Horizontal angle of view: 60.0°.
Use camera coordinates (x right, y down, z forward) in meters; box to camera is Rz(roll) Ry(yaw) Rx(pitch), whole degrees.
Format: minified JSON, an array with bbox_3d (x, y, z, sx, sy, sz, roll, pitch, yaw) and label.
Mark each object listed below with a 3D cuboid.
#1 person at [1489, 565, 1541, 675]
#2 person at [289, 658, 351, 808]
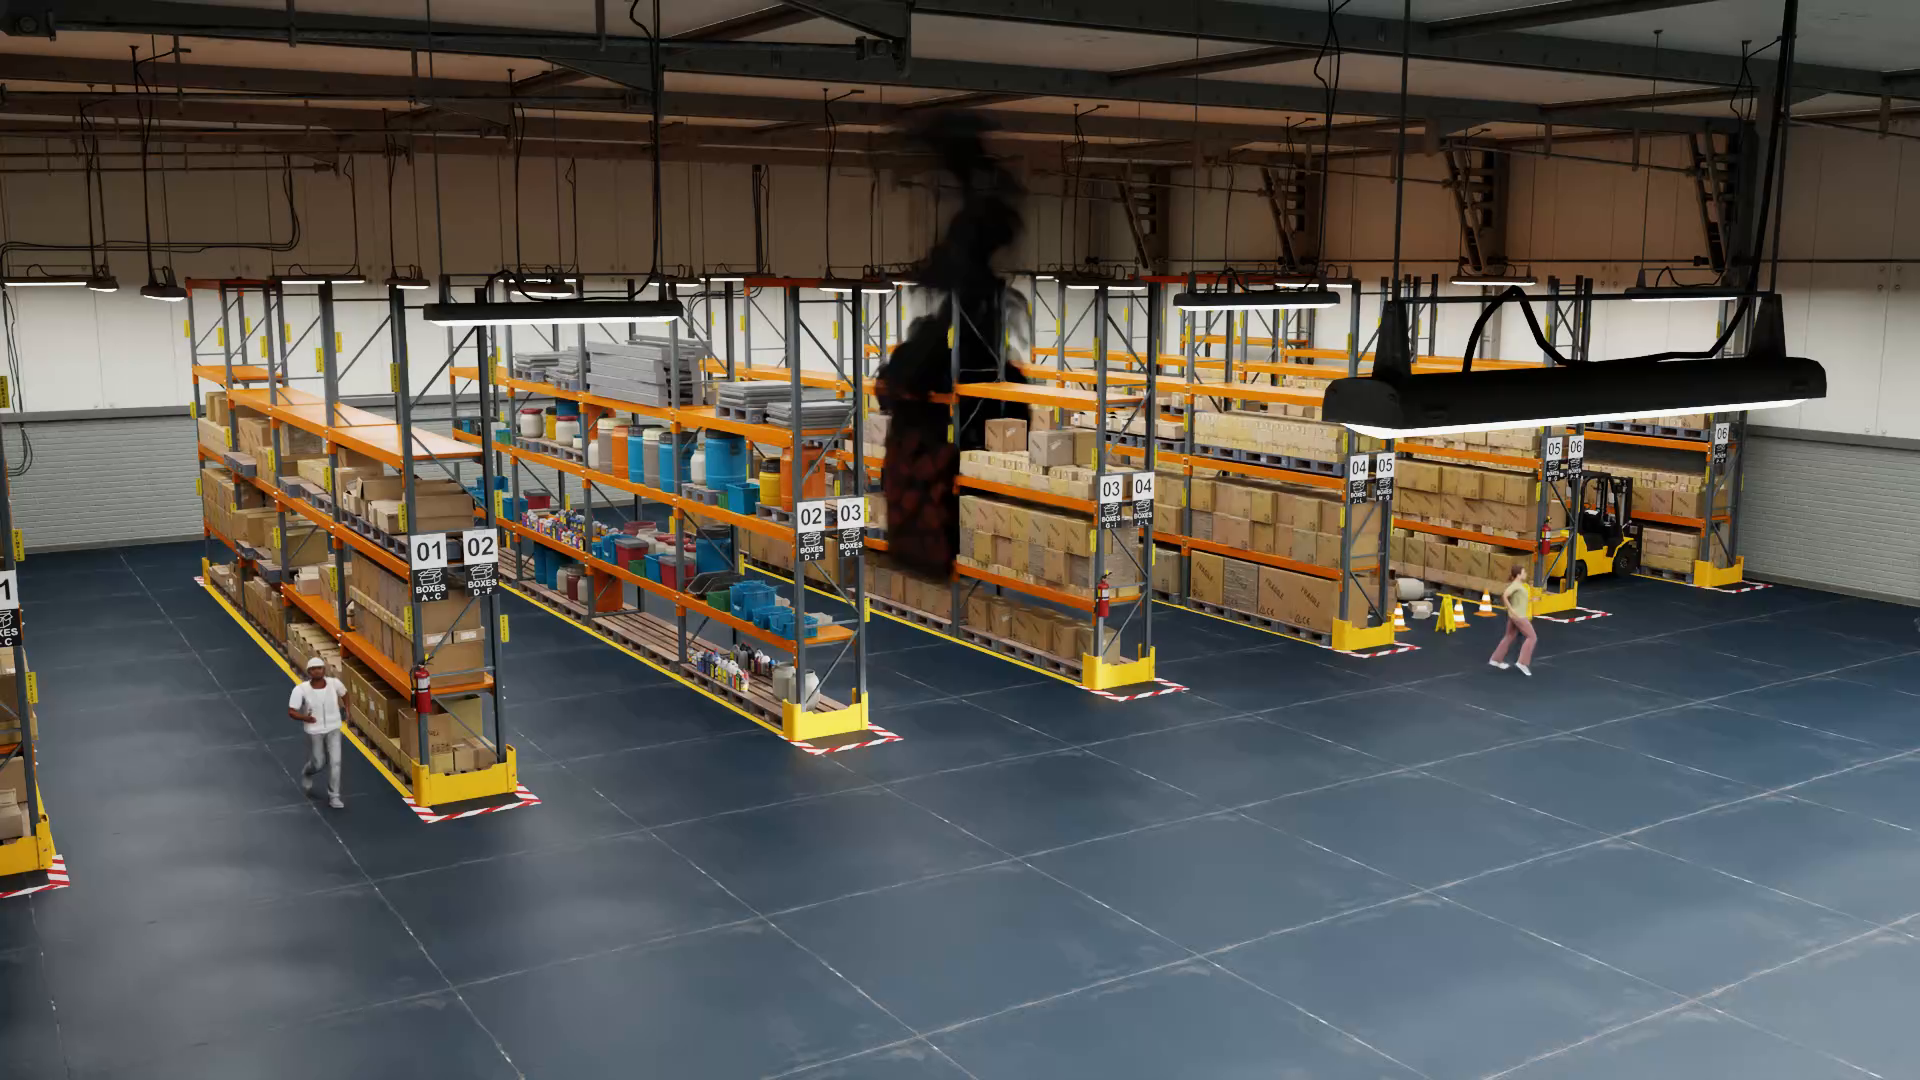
[{"bbox_3d":[8.581,1.232,25.671,0.723,1.721,0.547,2,10,9],"label":"person"},{"bbox_3d":[-7.462,2.240,19.529,0.715,1.712,0.931,-6,11,-31],"label":"person"}]
